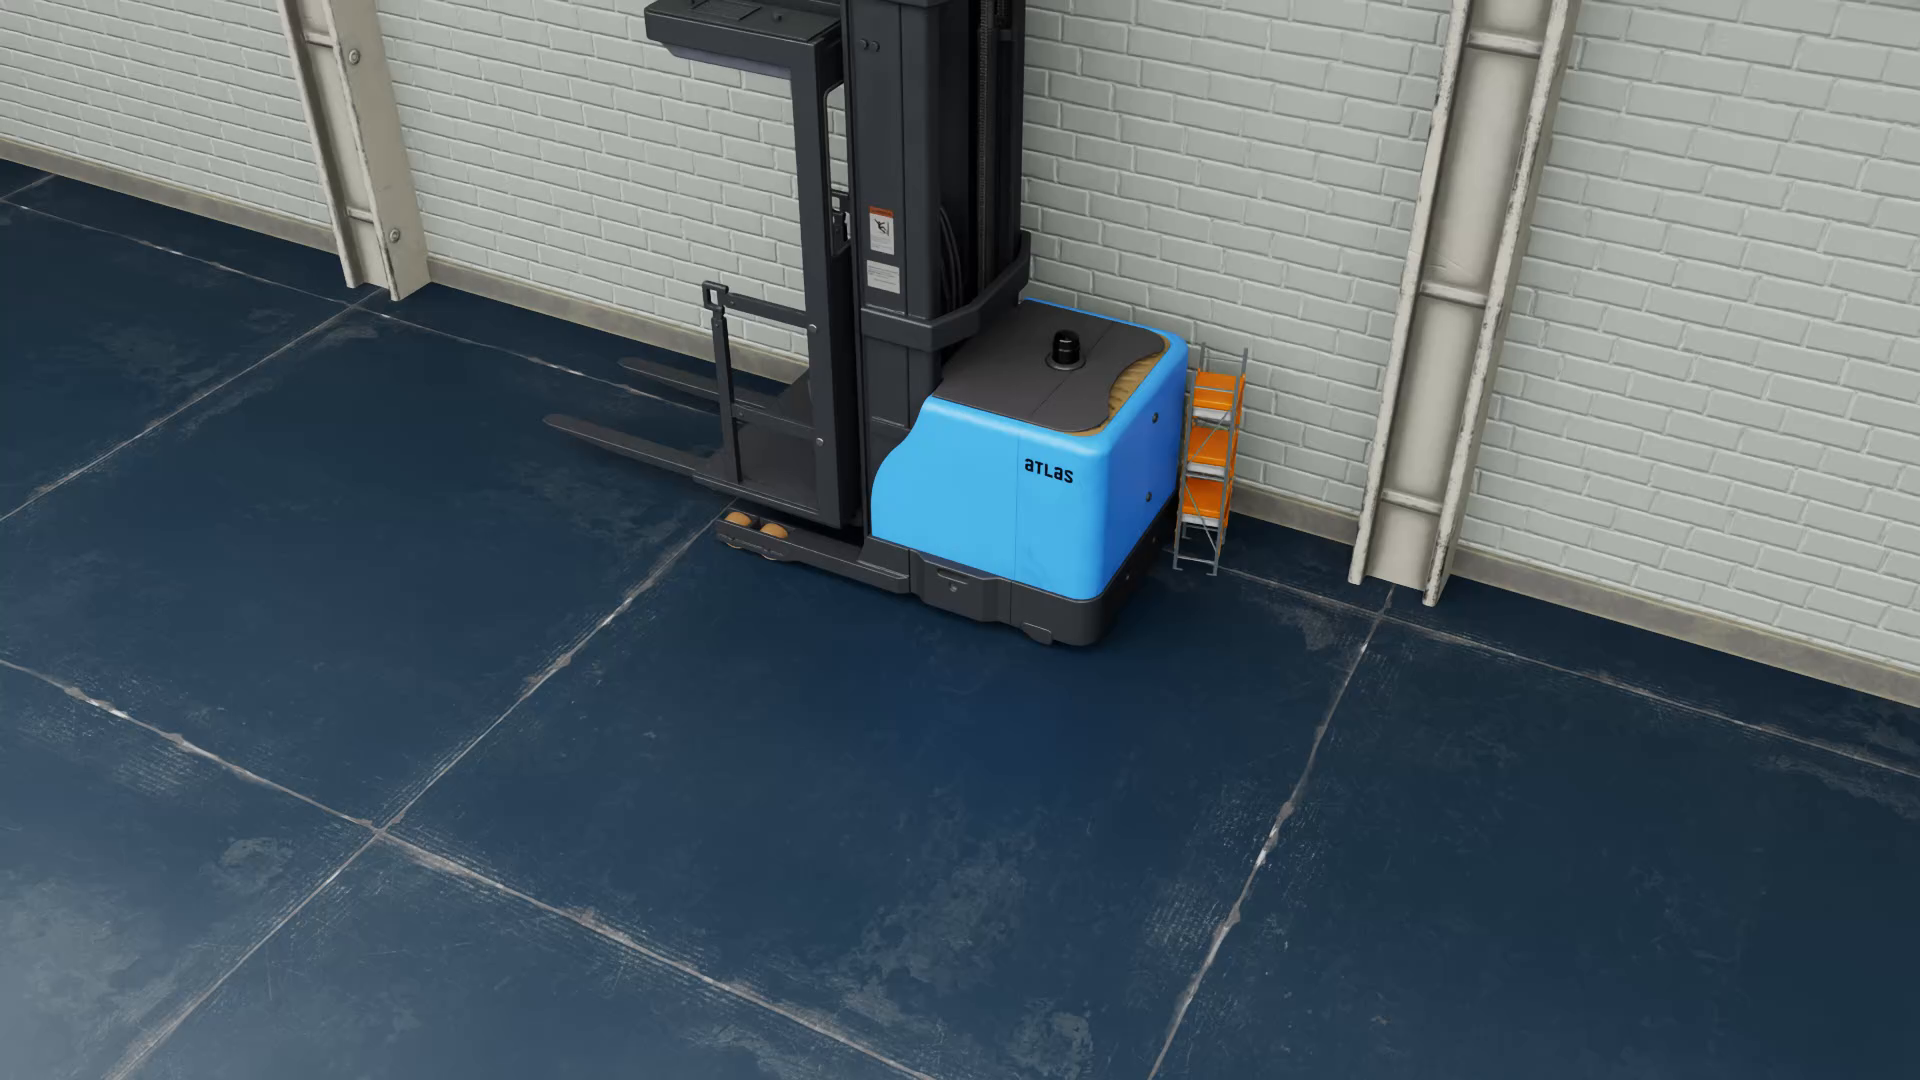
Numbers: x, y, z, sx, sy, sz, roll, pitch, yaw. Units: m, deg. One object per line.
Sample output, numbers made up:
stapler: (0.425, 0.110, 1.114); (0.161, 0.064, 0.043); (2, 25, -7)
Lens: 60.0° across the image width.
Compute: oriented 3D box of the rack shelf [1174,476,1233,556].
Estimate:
rack shelf: (1.099, -0.113, 7.508); (0.215, 0.259, 0.240); (10, 38, 12)

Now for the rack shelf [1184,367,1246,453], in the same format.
rack shelf: (1.099, -0.561, 7.168); (0.215, 0.259, 0.240); (10, 38, 12)

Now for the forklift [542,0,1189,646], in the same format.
forklift: (-0.554, -1.340, 7.091); (3.031, 2.935, 1.130); (17, 40, 21)

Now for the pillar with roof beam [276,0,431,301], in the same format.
pillar with roof beam: (-5.313, -2.781, 3.971); (0.400, 9.000, 9.100); (17, 41, 21)

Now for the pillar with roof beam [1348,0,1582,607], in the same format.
pillar with roof beam: (0.015, -1.113, 1.773); (0.400, 9.000, 9.100); (17, 41, 21)

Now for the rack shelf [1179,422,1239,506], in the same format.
rack shelf: (1.099, -0.335, 7.340); (0.215, 0.259, 0.240); (10, 38, 12)

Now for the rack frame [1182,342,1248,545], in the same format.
rack frame: (1.132, -0.414, 7.427); (0.200, 1.050, 0.008); (10, 38, 12)

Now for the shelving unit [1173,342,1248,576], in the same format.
shelving unit: (1.099, -0.343, 7.333); (0.215, 1.050, 0.252); (10, 38, 12)

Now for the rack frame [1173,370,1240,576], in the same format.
rack frame: (1.066, -0.272, 7.240); (0.200, 1.050, 0.008); (10, 38, 12)
